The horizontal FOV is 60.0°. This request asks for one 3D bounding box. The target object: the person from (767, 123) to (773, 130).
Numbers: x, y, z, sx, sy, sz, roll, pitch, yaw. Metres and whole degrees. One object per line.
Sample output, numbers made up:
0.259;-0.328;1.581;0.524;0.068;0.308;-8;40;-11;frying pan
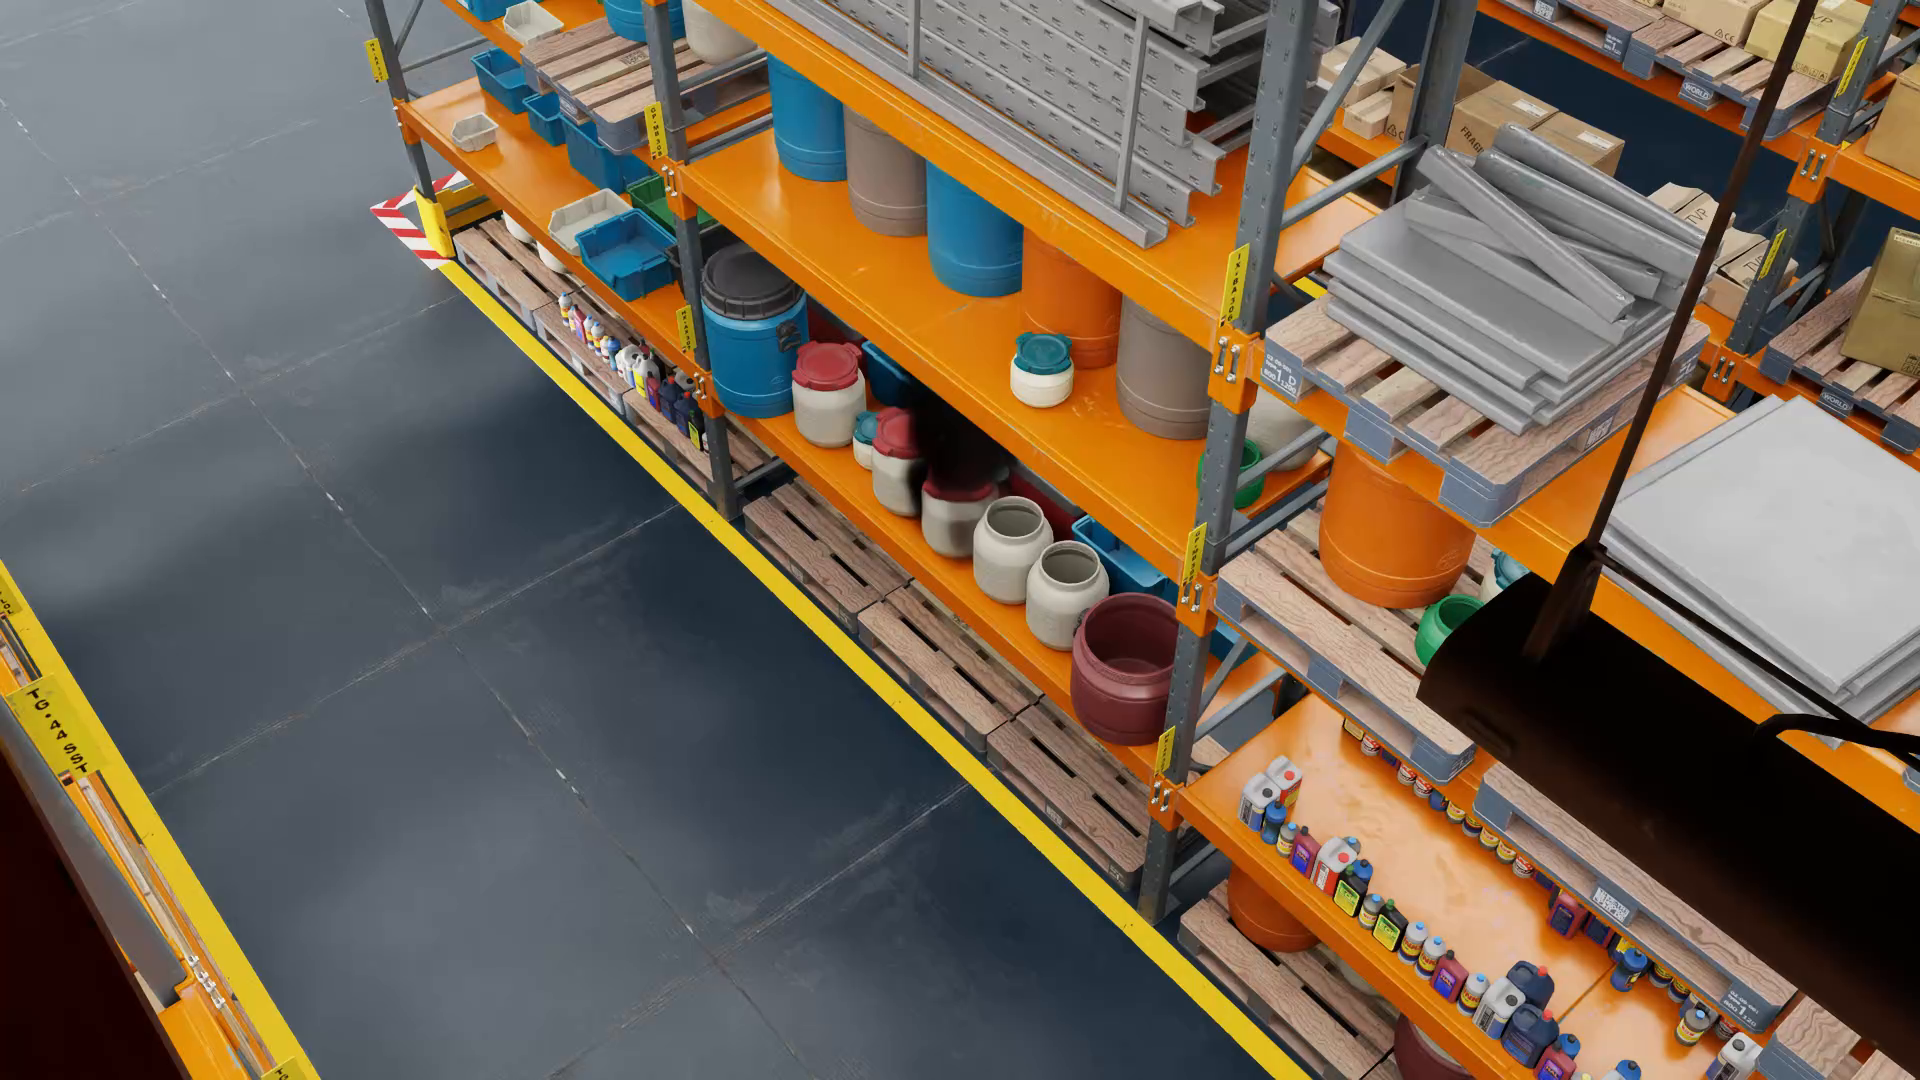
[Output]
-1.158;-2.785;12.483;0.596;1.687;0.728;-29;53;-25;person
